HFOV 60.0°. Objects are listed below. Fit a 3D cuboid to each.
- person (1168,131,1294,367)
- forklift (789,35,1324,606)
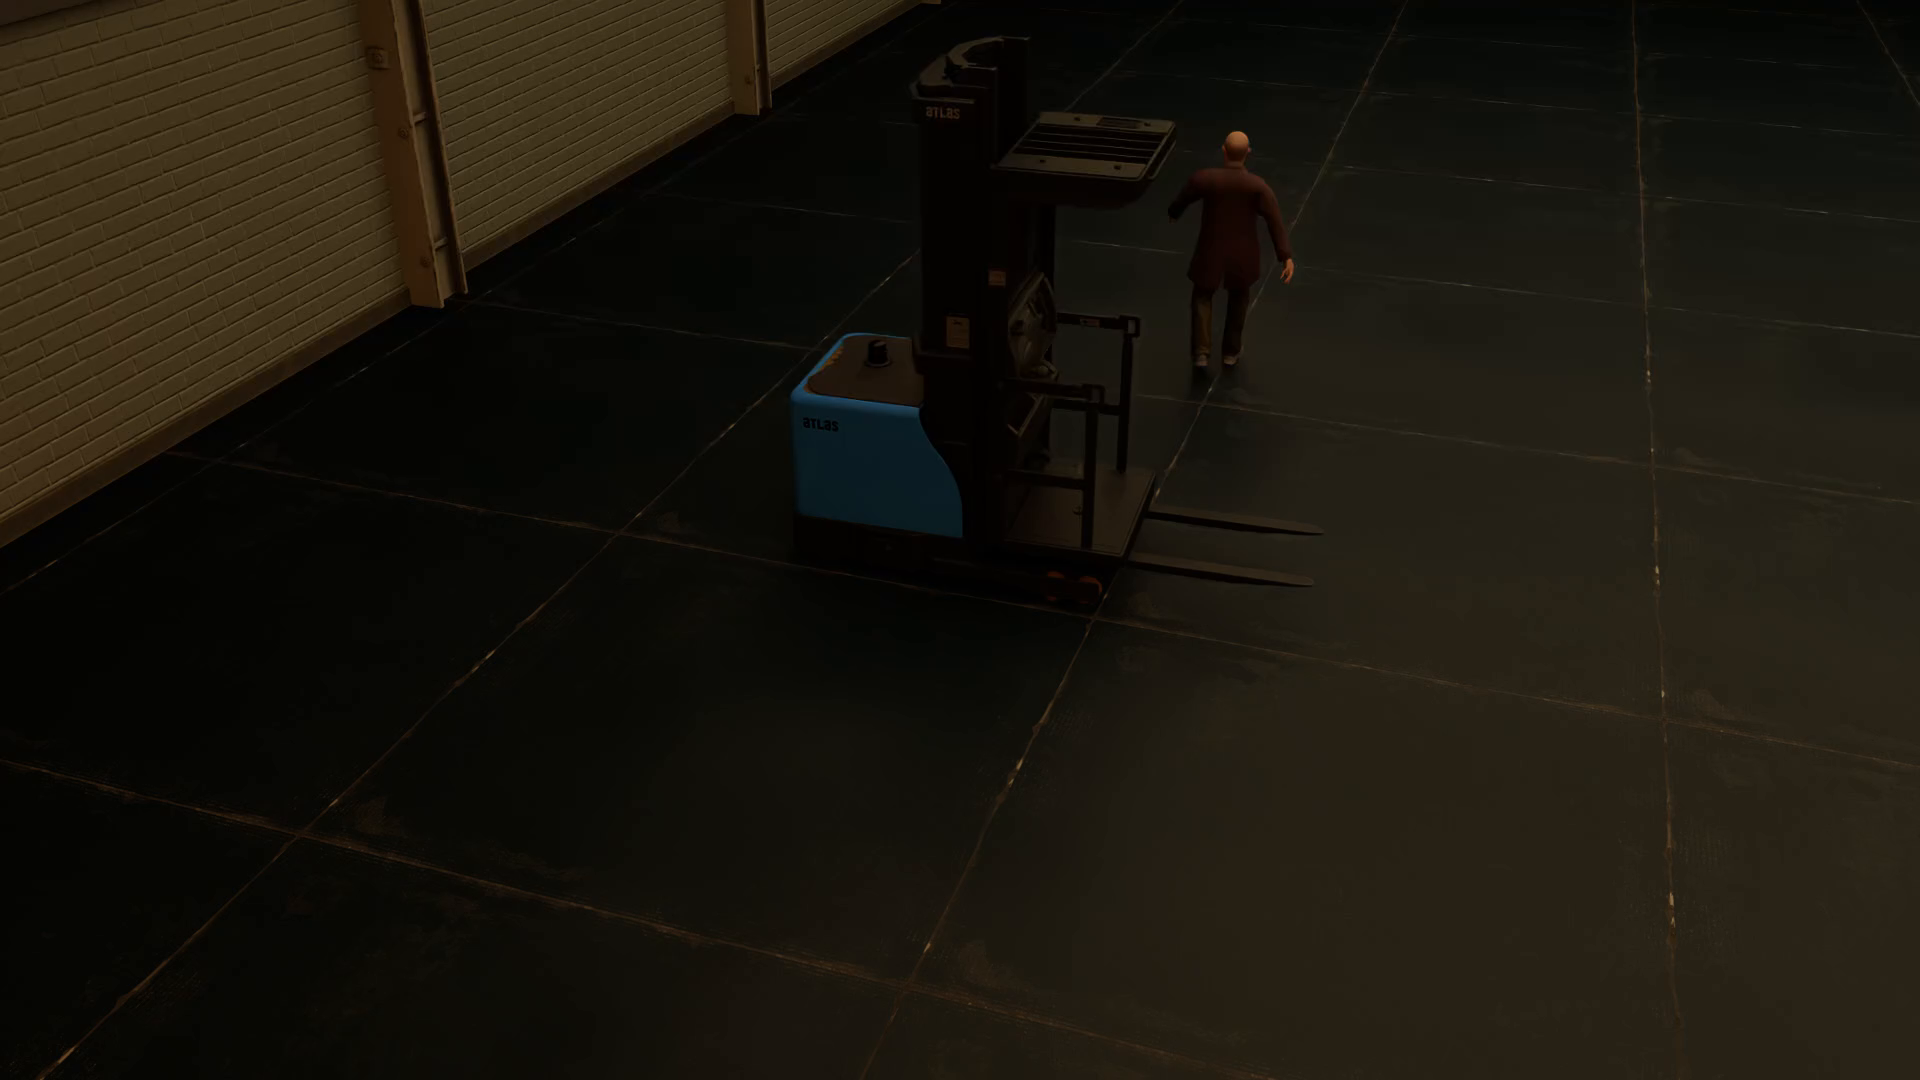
[{"bbox_3d":[1.934,-2.060,11.945,0.936,1.760,0.782,6,30,10],"label":"person"},{"bbox_3d":[0.590,-1.193,9.229,3.031,2.935,1.130,8,31,14],"label":"forklift"}]
